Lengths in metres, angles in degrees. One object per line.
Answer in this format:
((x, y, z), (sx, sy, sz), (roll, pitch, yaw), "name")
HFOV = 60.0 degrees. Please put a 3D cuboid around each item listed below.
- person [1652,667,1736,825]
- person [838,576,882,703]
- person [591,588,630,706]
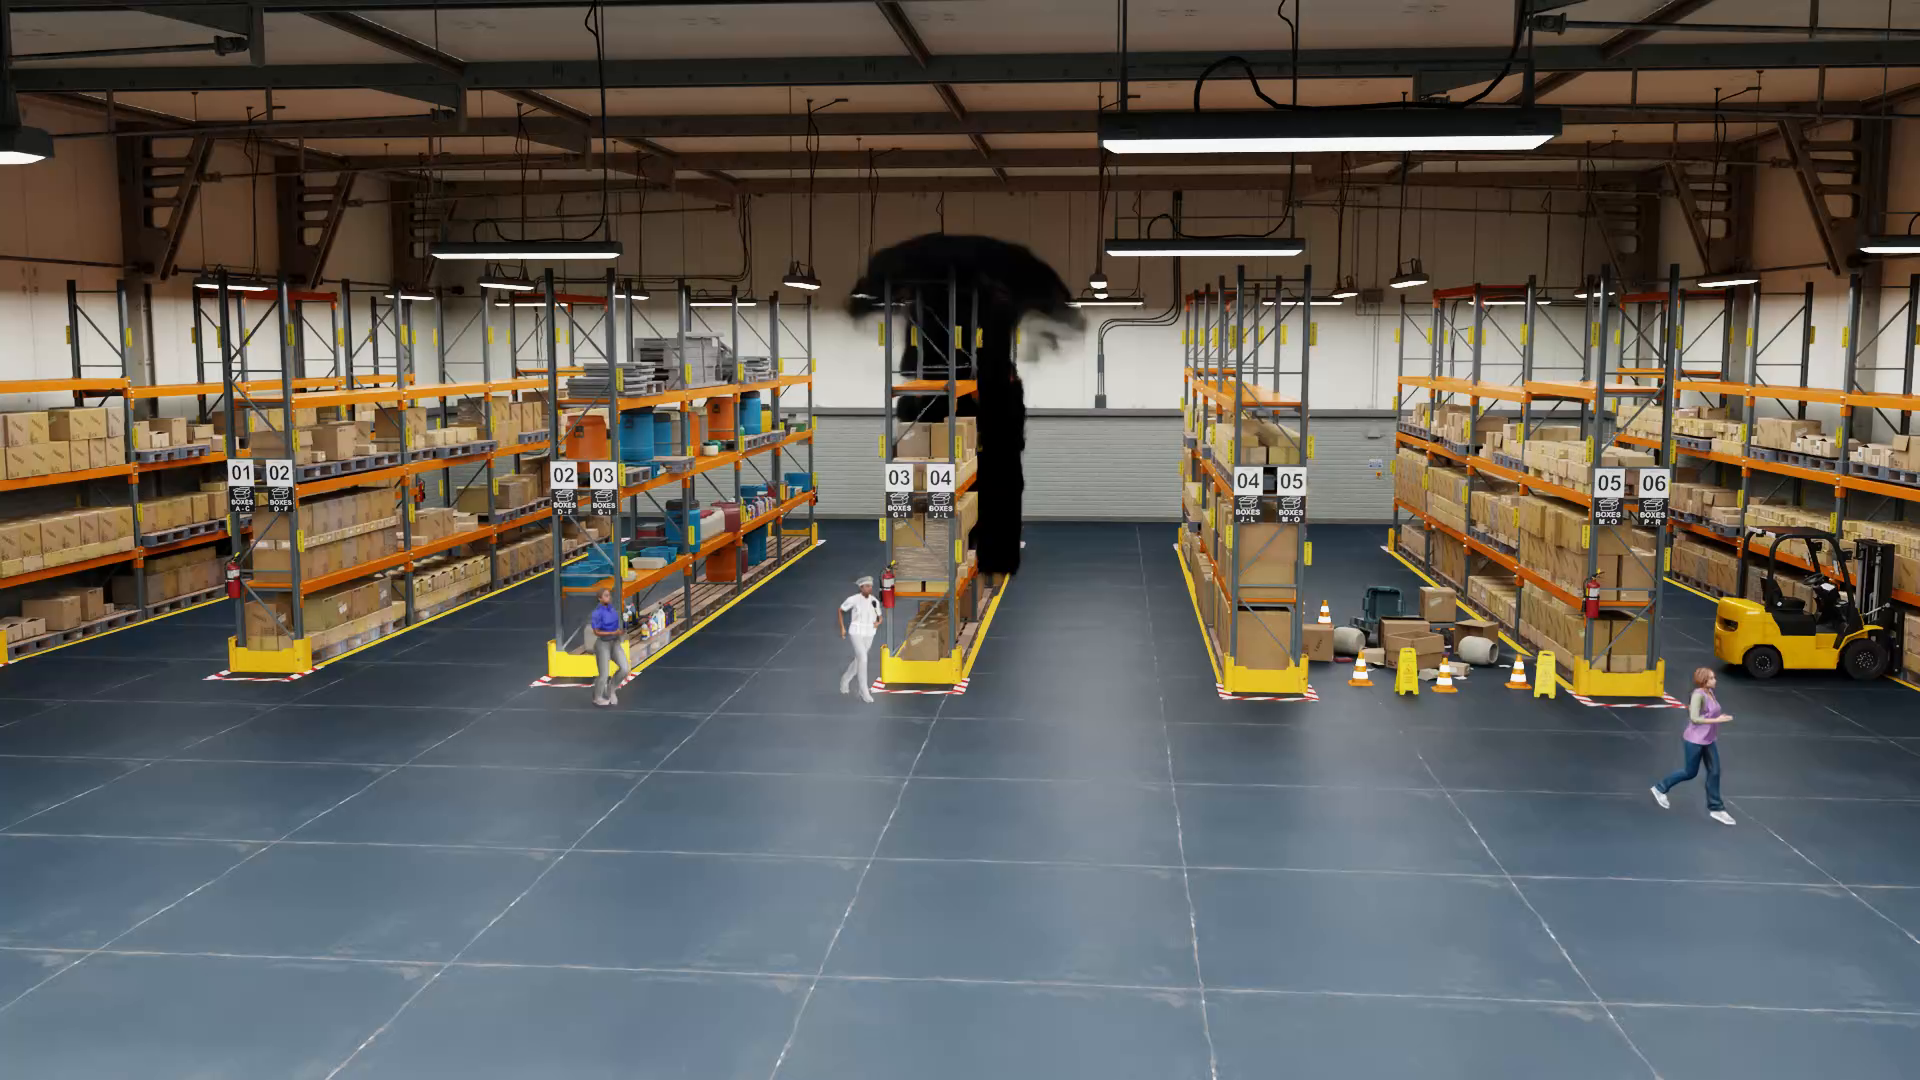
((7.655, 2.098, 17.270), (0.565, 1.597, 0.859), (-7, 9, -43), "person")
((-1.332, 1.351, 23.187), (0.592, 1.692, 0.838), (-5, 8, -35), "person")
((-4.750, 1.457, 22.538), (0.640, 1.635, 0.561), (5, 9, 35), "person")
